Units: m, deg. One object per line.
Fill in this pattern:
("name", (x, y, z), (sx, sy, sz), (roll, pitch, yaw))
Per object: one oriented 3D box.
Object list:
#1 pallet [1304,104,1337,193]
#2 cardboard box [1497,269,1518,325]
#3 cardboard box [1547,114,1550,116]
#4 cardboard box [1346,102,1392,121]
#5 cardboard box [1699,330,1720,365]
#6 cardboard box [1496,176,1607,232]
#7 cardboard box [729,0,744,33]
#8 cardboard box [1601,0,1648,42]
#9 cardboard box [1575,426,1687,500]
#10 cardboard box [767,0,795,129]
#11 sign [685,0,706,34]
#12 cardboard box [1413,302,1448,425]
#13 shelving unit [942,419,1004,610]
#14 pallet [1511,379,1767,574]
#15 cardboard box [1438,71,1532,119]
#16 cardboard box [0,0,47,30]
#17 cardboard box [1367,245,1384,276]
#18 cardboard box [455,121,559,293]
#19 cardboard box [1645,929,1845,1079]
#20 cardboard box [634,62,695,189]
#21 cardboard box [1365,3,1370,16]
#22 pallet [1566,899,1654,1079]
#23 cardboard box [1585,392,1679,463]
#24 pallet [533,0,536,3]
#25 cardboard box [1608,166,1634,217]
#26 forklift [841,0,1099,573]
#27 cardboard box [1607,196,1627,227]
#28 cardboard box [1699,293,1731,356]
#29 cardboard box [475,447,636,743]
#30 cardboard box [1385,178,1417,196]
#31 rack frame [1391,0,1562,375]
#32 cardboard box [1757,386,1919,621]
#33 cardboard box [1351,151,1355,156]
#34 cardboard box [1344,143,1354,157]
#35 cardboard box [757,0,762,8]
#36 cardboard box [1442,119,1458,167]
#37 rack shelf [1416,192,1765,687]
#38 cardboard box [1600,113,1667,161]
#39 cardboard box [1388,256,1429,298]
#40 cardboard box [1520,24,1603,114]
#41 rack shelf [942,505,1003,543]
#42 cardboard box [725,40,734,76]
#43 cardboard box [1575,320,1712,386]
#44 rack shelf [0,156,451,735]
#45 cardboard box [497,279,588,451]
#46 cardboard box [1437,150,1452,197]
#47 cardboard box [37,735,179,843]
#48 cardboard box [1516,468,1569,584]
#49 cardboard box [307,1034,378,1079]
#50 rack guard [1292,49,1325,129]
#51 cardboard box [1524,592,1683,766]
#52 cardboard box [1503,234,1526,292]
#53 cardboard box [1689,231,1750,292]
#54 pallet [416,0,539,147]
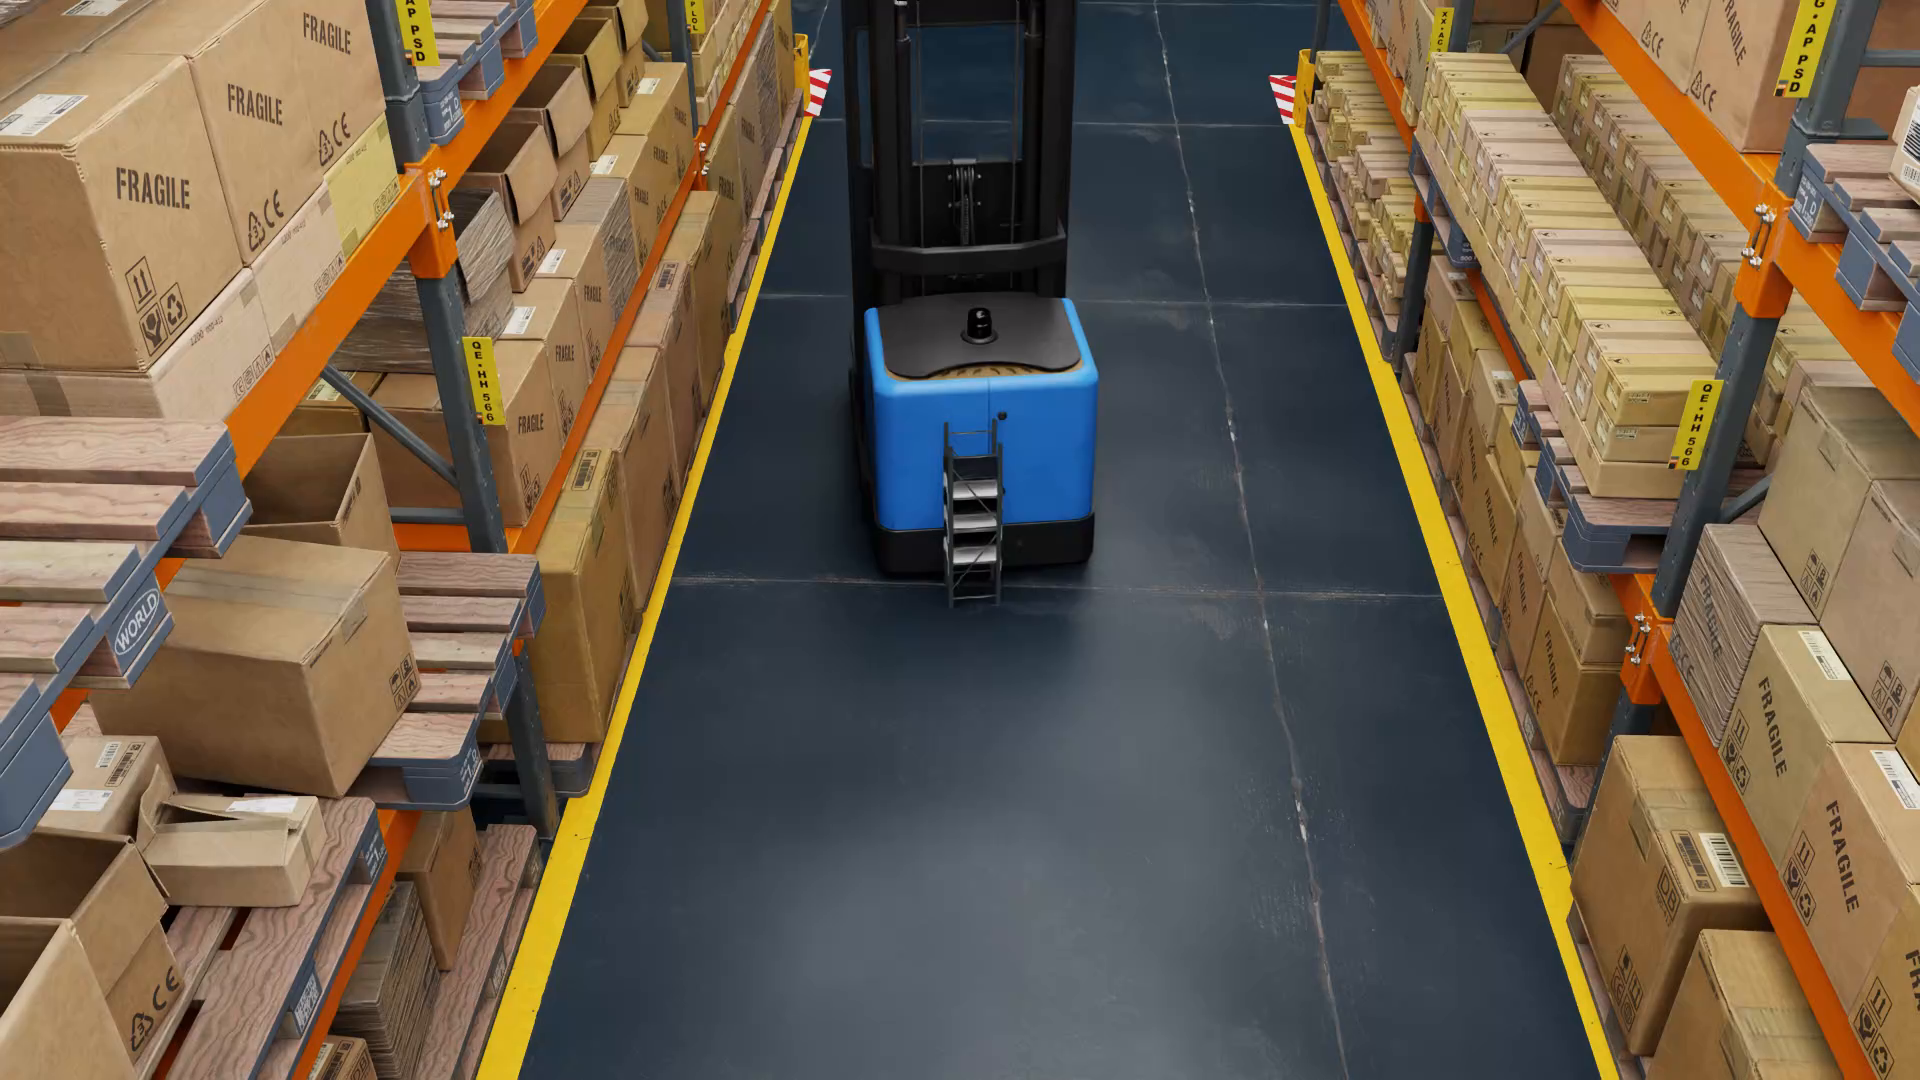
("pallet", (3.102, -2.857, 12.131), (1.003, 0.211, 1.213), (1, 35, 2))
("cardboard box", (2.469, -1.011, 6.933), (0.380, 0.149, 0.250), (2, 35, 3))
("cardboard box", (3.350, -2.261, 9.077), (0.380, 0.149, 0.250), (3, 35, 4))
("cardboard box", (2.835, -2.856, 11.302), (0.380, 0.149, 0.250), (3, 35, 4))
("cardboard box", (3.102, -0.696, 6.486), (0.380, 0.149, 0.250), (3, 35, 4))
("cardboard box", (2.479, -1.408, 6.980), (0.380, 0.149, 0.250), (2, 35, 3))
("cardboard box", (-1.619, -3.289, 10.193), (0.500, 0.250, 0.500), (2, 35, 3))
("cardboard box", (2.652, -2.088, 5.916), (0.500, 0.500, 0.500), (1, 35, 2))
("cardboard box", (2.412, -0.274, 5.884), (0.380, 0.149, 0.250), (2, 35, 3))
("cardboard box", (-1.725, -3.613, 12.264), (0.875, 0.875, 0.875), (1, 35, 2))
("sign", (-1.397, -2.816, 8.710), (0.100, 0.325, 0.005), (1, 35, 2))
("cardboard box", (2.717, -0.940, 8.787), (0.500, 0.500, 0.500), (3, 35, 4))
("shelving unit", (0.058, -0.109, 7.622), (0.258, 0.900, 0.210), (-4, 35, -5))
("pallet", (2.774, -0.244, 6.156), (1.213, 0.211, 1.003), (1, 35, 2))
("cardboard box", (2.532, -2.145, 8.030), (0.380, 0.149, 0.250), (2, 35, 3))
("cardboard box", (-2.400, -1.001, 3.935), (0.500, 0.500, 0.500), (2, 35, 2))
("cardboard box", (2.728, -1.748, 10.243), (0.380, 0.149, 0.250), (0, 35, 0))
("cardboard box", (-2.026, -1.329, 6.573), (0.797, 0.503, 0.637), (2, 35, 3))
("cardboard box", (2.705, 1.688, 4.831), (1.050, 0.750, 0.750), (2, 35, 3))
("cardboard box", (-1.686, -2.147, 8.610), (0.500, 0.500, 0.500), (1, 35, 2))
("cardboard box", (2.852, -3.477, 10.807), (0.380, 0.149, 0.250), (1, 35, 1))
("pallet", (2.745, 1.681, 5.674), (1.003, 0.211, 1.213), (1, 35, 2))
("cardboard box", (2.416, -0.396, 5.799), (0.380, 0.149, 0.250), (2, 35, 3))
("pallet", (-2.086, -2.247, 6.394), (1.003, 0.211, 1.213), (3, 35, 4))
("cardboard box", (3.153, -1.566, 7.464), (0.380, 0.149, 0.250), (0, 35, -1))
("forklift", (-0.031, -1.874, 8.368), (1.130, 2.935, 3.031), (-4, 35, -5))
("cardboard box", (3.156, -1.449, 7.556), (0.380, 0.149, 0.250), (0, 35, 0))
("cardboard box", (3.098, -0.829, 6.415), (0.380, 0.149, 0.250), (1, 35, 2))
("cardboard box", (-2.052, 0.218, 6.814), (1.225, 0.875, 0.875), (0, 35, 0))
("cardboard box", (2.828, -2.106, 10.235), (0.380, 0.149, 0.250), (2, 35, 3))
("rack frame", (3.012, -2.209, 8.784), (1.000, 3.000, 0.127), (1, 35, 2))
("cardboard box", (2.824, -0.103, 4.831), (0.700, 0.500, 0.500), (1, 35, 2))
("cardboard box", (2.872, -2.741, 11.397), (0.380, 0.149, 0.250), (0, 35, 0))
("cardboard box", (2.865, -2.631, 11.499), (0.380, 0.149, 0.250), (1, 35, 2))
("cardboard box", (-1.514, -3.629, 11.023), (0.380, 0.149, 0.250), (1, 35, 2))
("cardboard box", (2.518, -1.887, 7.920), (0.380, 0.149, 0.250), (2, 35, 3))
("rack shelf", (2.932, -0.765, 7.356), (1.077, 0.370, 4.000), (1, 35, 2))
("cardboard box", (3.159, -1.833, 7.585), (0.380, 0.149, 0.250), (1, 35, 2))
("cardboard box", (2.707, -1.524, 9.666), (0.380, 0.149, 0.250), (2, 35, 3))
("cardboard box", (3.284, -2.650, 9.067), (0.500, 0.500, 0.500), (1, 35, 1))
("rack shelf", (0.058, -0.081, 7.641), (0.258, 0.077, 0.200), (-4, 35, -5))
("cardboard box", (-1.566, -2.894, 9.978), (0.380, 0.149, 0.250), (0, 35, 1))
("cardboard box", (2.425, -0.660, 5.916), (0.380, 0.149, 0.250), (1, 35, 1))
("rack shelf", (-2.181, 0.133, 3.469), (1.077, 0.370, 4.000), (1, 35, 2))
("cardboard box", (-1.791, -0.694, 6.541), (0.500, 0.500, 0.500), (0, 35, 1))
("cardboard box", (2.518, -1.759, 7.998), (0.380, 0.149, 0.250), (2, 35, 2))
("cardboard box", (-2.398, 0.764, 4.320), (0.500, 0.250, 0.500), (0, 35, 1))
("cardboard box", (2.626, -0.056, 6.878), (0.500, 0.250, 0.500), (2, 35, 3))
("cardboard box", (-2.133, 1.790, 4.886), (0.700, 0.500, 0.500), (4, 35, 6))
("rack guard", (3.170, -3.441, 12.711), (1.175, 0.500, 0.348), (1, 35, 2))
("cardboard box", (2.617, 0.556, 6.659), (0.500, 0.500, 0.500), (1, 35, 2))
("cardboard box", (2.466, -1.137, 6.854), (0.380, 0.149, 0.250), (2, 35, 3))
("cardboard box", (3.106, -1.087, 6.524), (0.380, 0.149, 0.250), (3, 35, 4))
("pallet", (-2.128, -1.604, 5.480), (1.213, 0.211, 1.003), (3, 35, 4))
